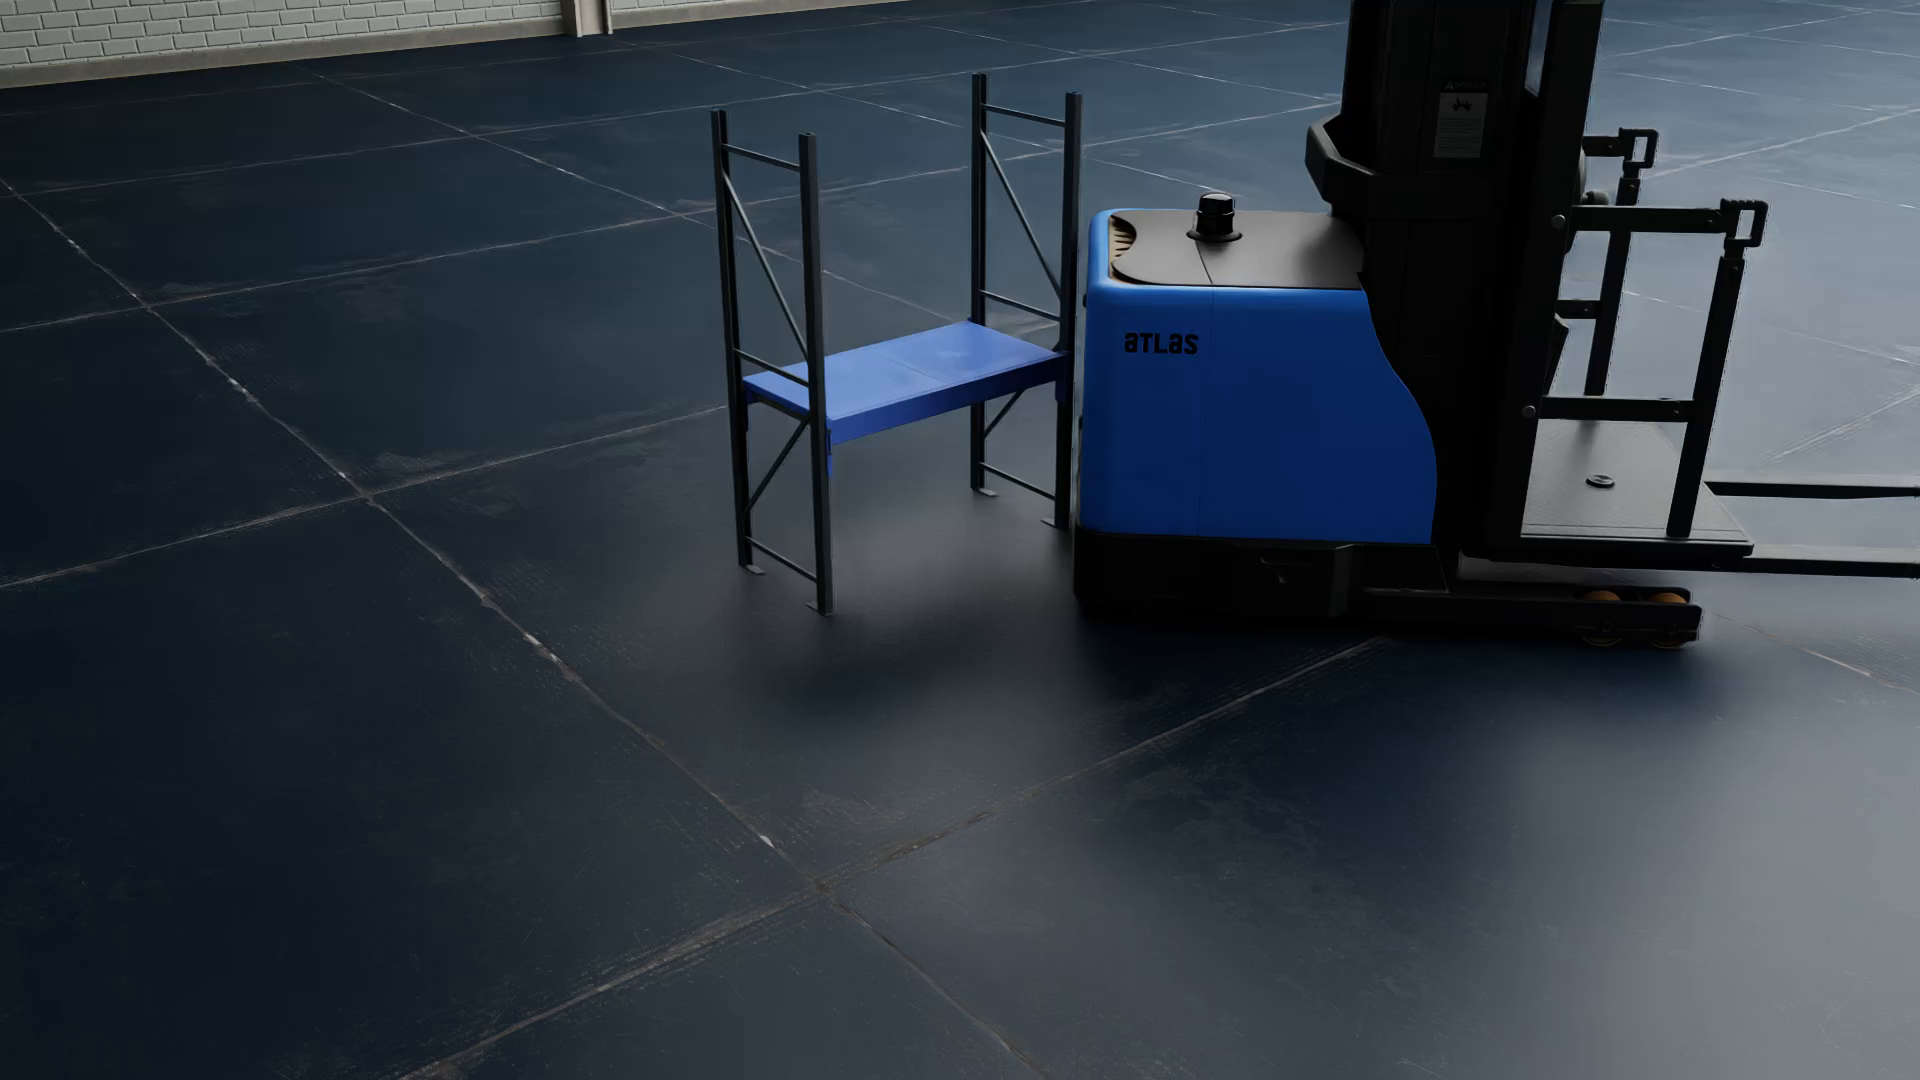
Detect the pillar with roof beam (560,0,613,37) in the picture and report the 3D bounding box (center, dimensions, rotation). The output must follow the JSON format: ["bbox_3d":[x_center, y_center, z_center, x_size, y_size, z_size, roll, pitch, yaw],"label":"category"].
[{"bbox_3d":[-1.083,-7.752,11.763,0.400,9.000,9.100,-18,31,-34],"label":"pillar with roof beam"}]

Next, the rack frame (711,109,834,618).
[{"bbox_3d":[-0.570,-0.520,5.089,0.032,1.500,0.500,-19,31,-36],"label":"rack frame"}]

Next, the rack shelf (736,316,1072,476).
[{"bbox_3d":[-0.179,-0.494,5.460,1.000,0.185,0.538,-19,31,-36],"label":"rack shelf"}]

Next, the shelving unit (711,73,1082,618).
[{"bbox_3d":[-0.179,-0.657,5.384,1.048,1.500,0.538,-19,31,-36],"label":"shelving unit"}]

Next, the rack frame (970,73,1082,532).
[{"bbox_3d":[0.211,-0.794,5.679,0.032,1.500,0.500,-19,31,-36],"label":"rack frame"}]

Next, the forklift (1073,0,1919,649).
[{"bbox_3d":[1.901,-1.233,4.926,3.031,2.935,1.130,2,25,4],"label":"forklift"}]
